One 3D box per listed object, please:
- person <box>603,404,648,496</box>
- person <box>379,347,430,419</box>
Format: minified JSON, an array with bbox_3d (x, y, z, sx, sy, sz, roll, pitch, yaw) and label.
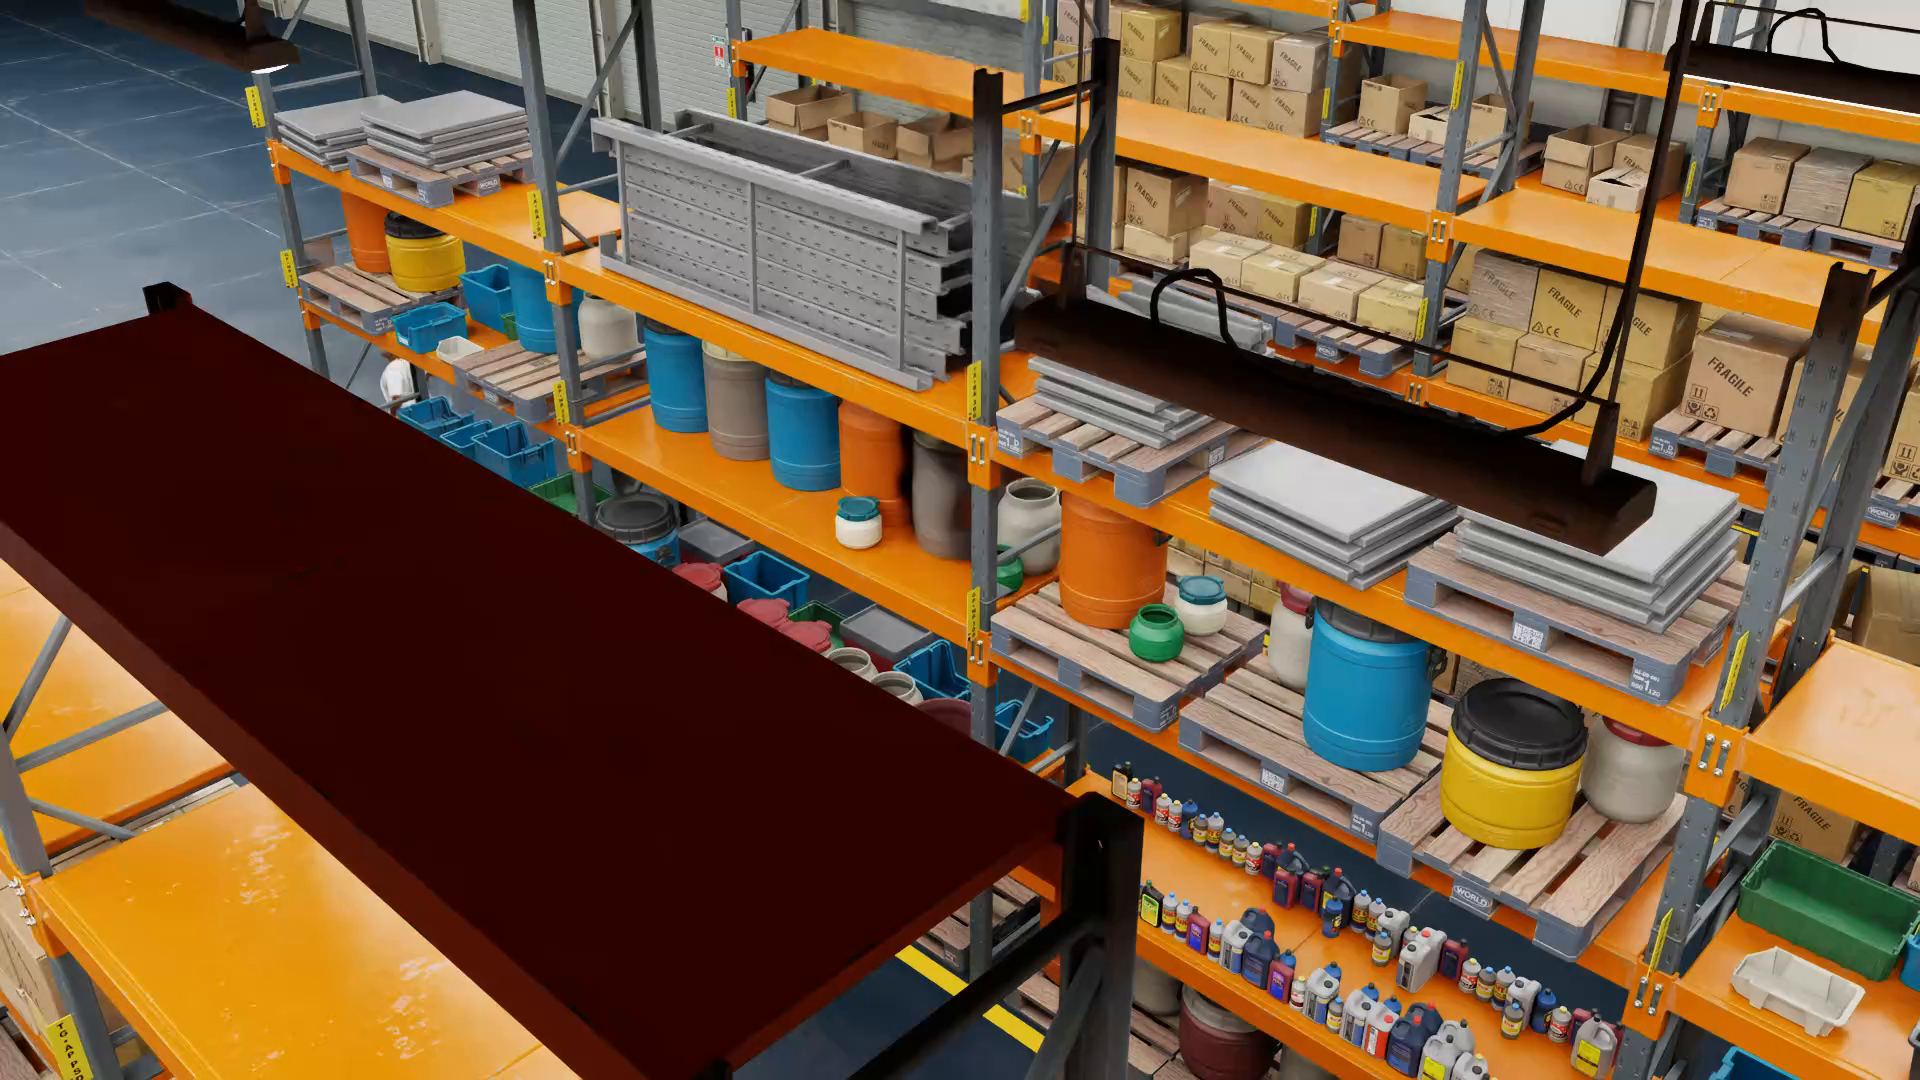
[{"bbox_3d":[-3.183,-0.815,16.056,0.792,1.648,0.578,14,32,23],"label":"person"},{"bbox_3d":[-5.566,-1.289,16.790,0.610,1.735,0.737,6,30,11],"label":"person"}]
